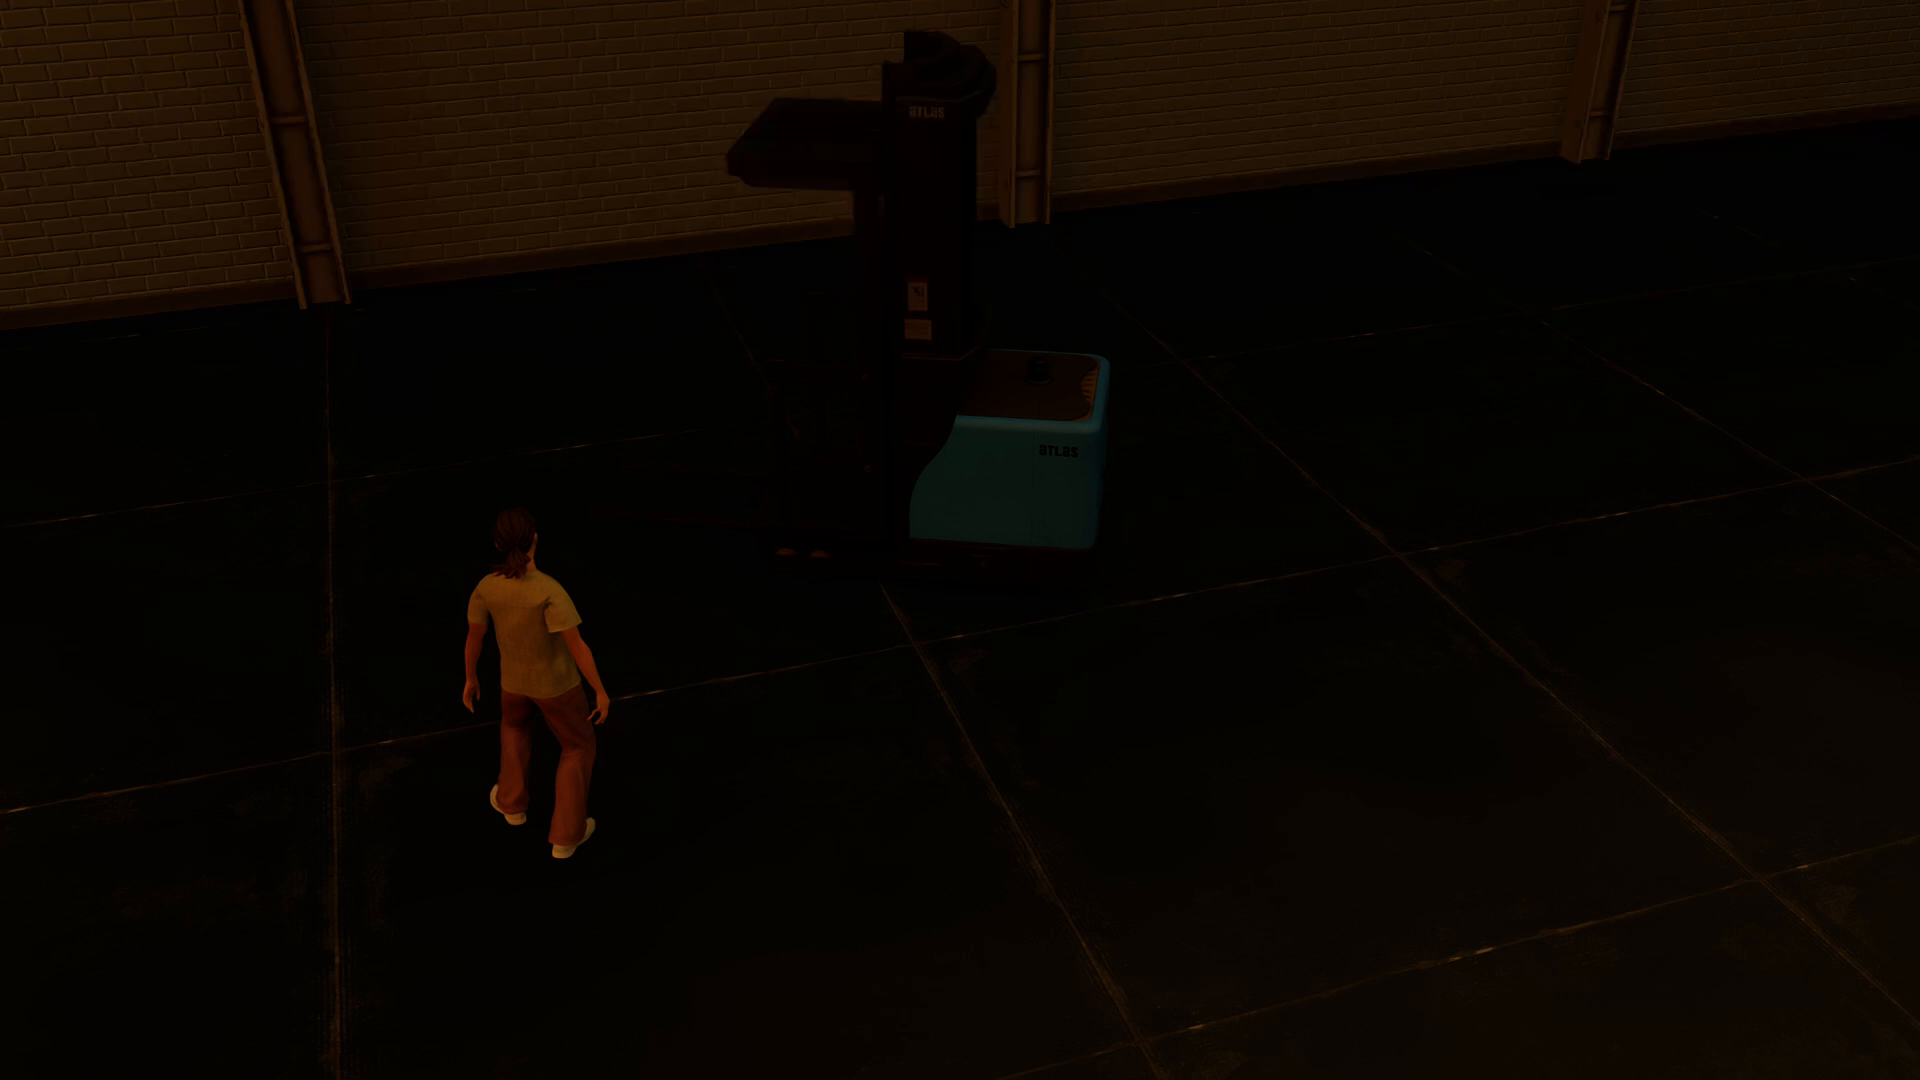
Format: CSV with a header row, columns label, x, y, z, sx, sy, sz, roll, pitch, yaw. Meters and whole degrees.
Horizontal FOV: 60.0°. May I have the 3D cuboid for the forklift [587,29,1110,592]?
label,x,y,z,sx,sy,sz,roll,pitch,yaw
forklift,-0.665,-1.296,9.340,3.031,2.935,1.130,4,30,7

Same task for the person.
label,x,y,z,sx,sy,sz,roll,pitch,yaw
person,-1.878,0.639,7.304,0.808,1.643,0.403,10,31,17
